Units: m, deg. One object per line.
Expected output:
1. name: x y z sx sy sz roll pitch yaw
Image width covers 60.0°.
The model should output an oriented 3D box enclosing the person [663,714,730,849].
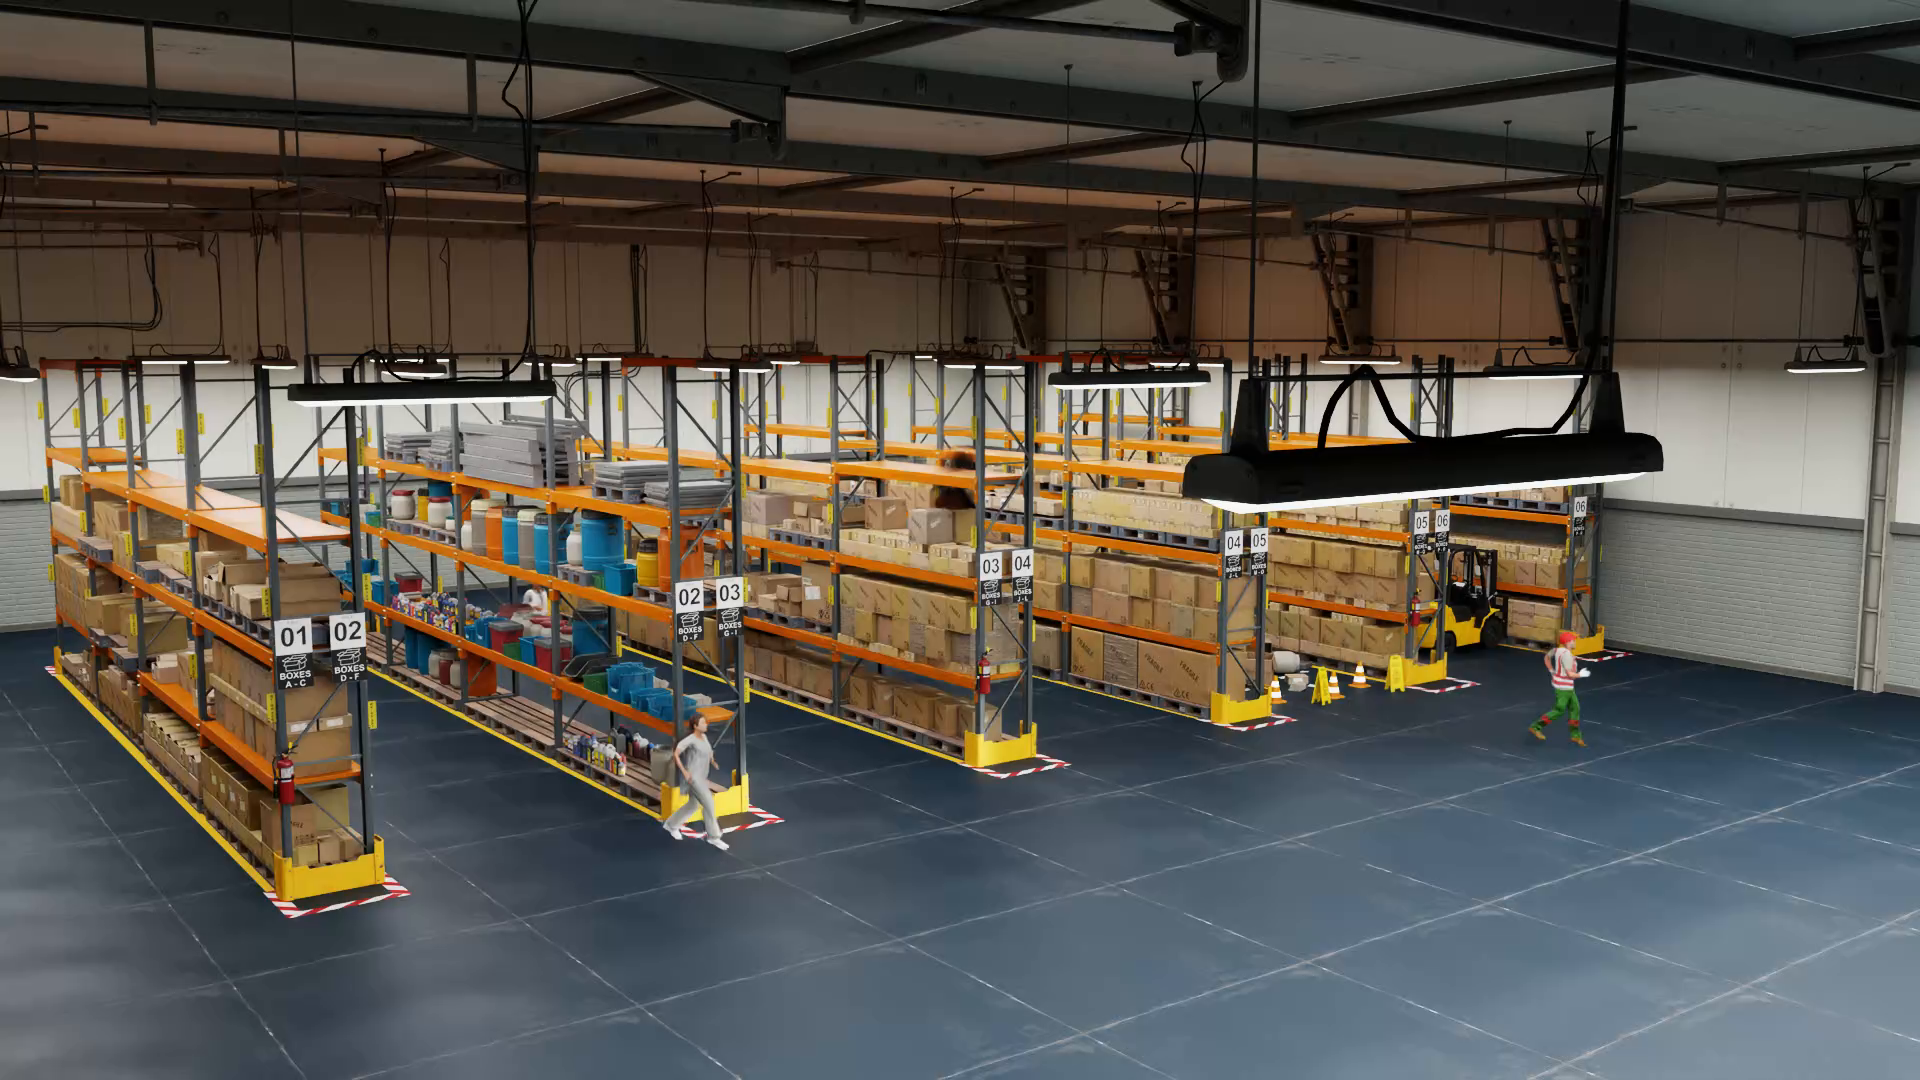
1. person: -3.310 3.003 20.862 0.921 1.683 0.581 2 7 13

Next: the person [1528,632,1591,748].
1. person: 9.380 2.347 25.974 0.912 1.849 0.690 1 7 11

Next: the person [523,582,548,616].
1. person: -8.276 1.554 32.434 0.610 1.805 0.889 -6 9 -40
